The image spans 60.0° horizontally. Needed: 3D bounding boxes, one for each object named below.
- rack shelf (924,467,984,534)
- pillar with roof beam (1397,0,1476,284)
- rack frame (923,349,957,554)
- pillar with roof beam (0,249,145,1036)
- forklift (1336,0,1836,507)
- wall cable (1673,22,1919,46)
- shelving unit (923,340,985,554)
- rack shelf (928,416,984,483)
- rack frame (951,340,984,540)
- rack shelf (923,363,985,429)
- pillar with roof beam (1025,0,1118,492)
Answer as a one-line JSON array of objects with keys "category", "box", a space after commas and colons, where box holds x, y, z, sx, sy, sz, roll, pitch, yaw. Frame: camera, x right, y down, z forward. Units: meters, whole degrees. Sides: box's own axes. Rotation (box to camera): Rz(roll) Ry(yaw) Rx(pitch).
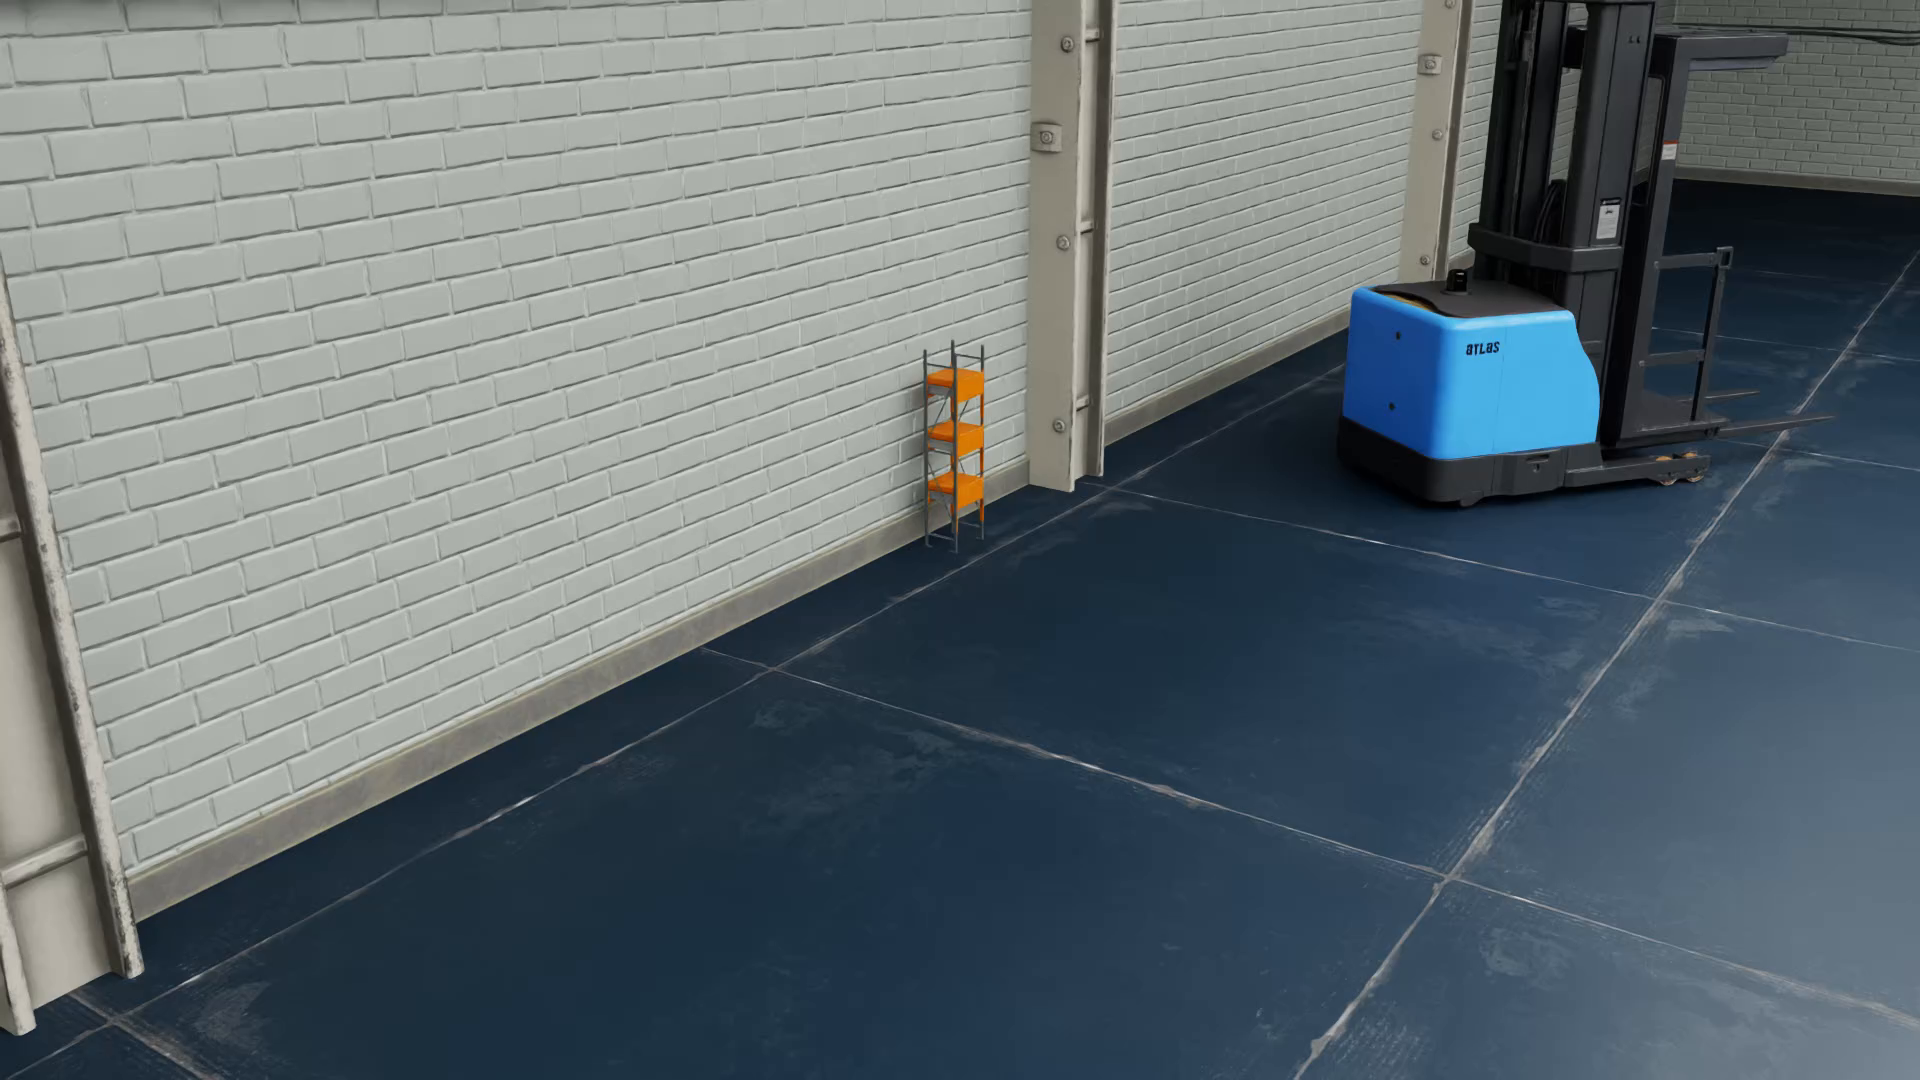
[{"category": "rack shelf", "box": [-0.030, -0.206, 8.641, 0.215, 0.259, 0.240, 13, 24, 32]}, {"category": "pillar with roof beam", "box": [7.544, -5.462, 10.560, 9.100, 9.000, 0.400, 13, 24, 32]}, {"category": "rack frame", "box": [-0.099, -0.442, 8.447, 0.200, 1.050, 0.008, 13, 24, 32]}, {"category": "pillar with roof beam", "box": [0.798, -2.019, 1.252, 9.100, 9.000, 0.400, 13, 24, 32]}, {"category": "forklift", "box": [3.829, -1.855, 9.554, 3.031, 2.935, 1.130, -7, 21, -19]}, {"category": "wall cable", "box": [10.106, -7.154, 19.610, 3.097, 2.526, 0.112, 13, 24, 32]}, {"category": "shelving unit", "box": [-0.030, -0.477, 8.541, 0.215, 1.050, 0.252, 13, 24, 32]}, {"category": "rack shelf", "box": [-0.030, -0.467, 8.545, 0.215, 0.259, 0.240, 13, 24, 32]}, {"category": "rack frame", "box": [0.039, -0.512, 8.636, 0.200, 1.050, 0.008, 13, 24, 32]}, {"category": "rack shelf", "box": [-0.030, -0.733, 8.447, 0.215, 0.259, 0.240, 13, 24, 32]}, {"category": "pillar with roof beam", "box": [4.171, -3.740, 5.906, 9.100, 9.000, 0.400, 13, 24, 32]}]
